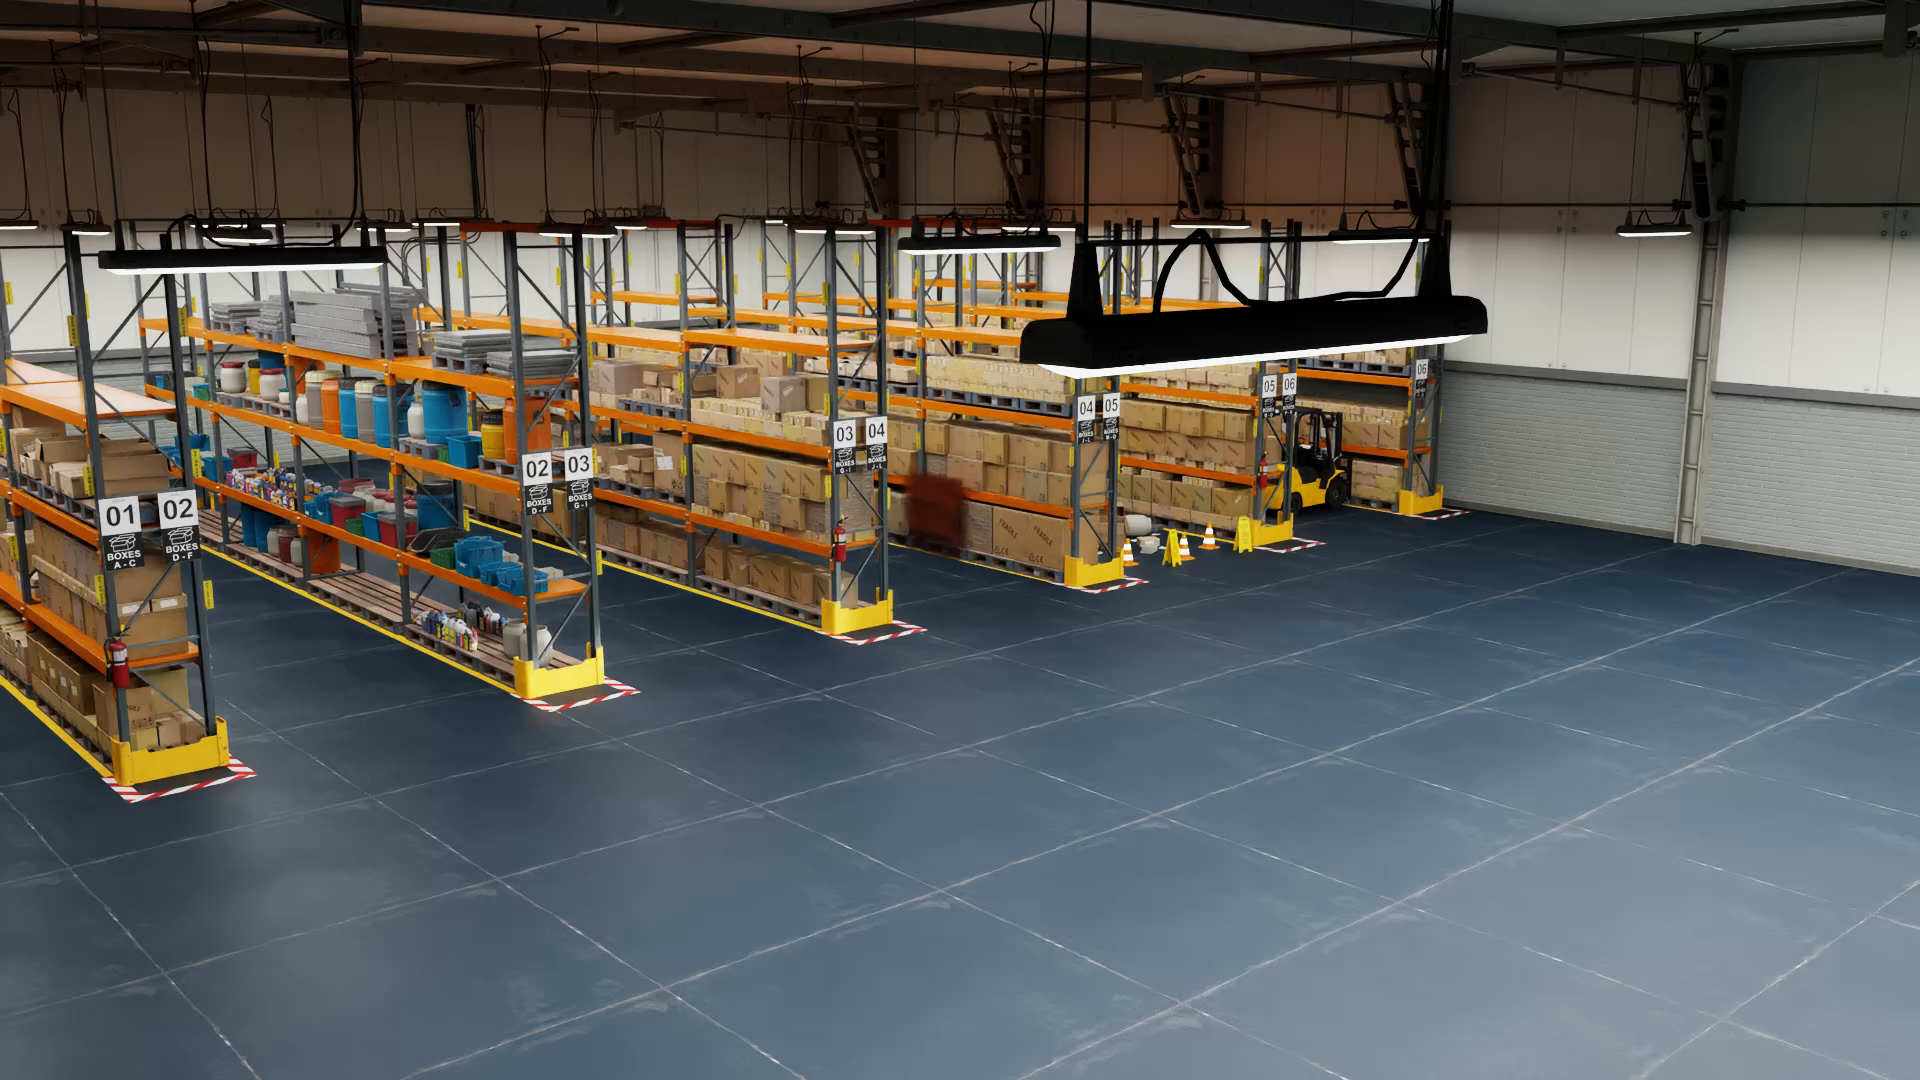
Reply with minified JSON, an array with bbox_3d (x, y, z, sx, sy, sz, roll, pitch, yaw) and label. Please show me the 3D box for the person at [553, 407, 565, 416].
[{"bbox_3d":[-10.090,-2.931,42.205,0.445,1.611,1.103,-2,12,-8],"label":"person"}]
